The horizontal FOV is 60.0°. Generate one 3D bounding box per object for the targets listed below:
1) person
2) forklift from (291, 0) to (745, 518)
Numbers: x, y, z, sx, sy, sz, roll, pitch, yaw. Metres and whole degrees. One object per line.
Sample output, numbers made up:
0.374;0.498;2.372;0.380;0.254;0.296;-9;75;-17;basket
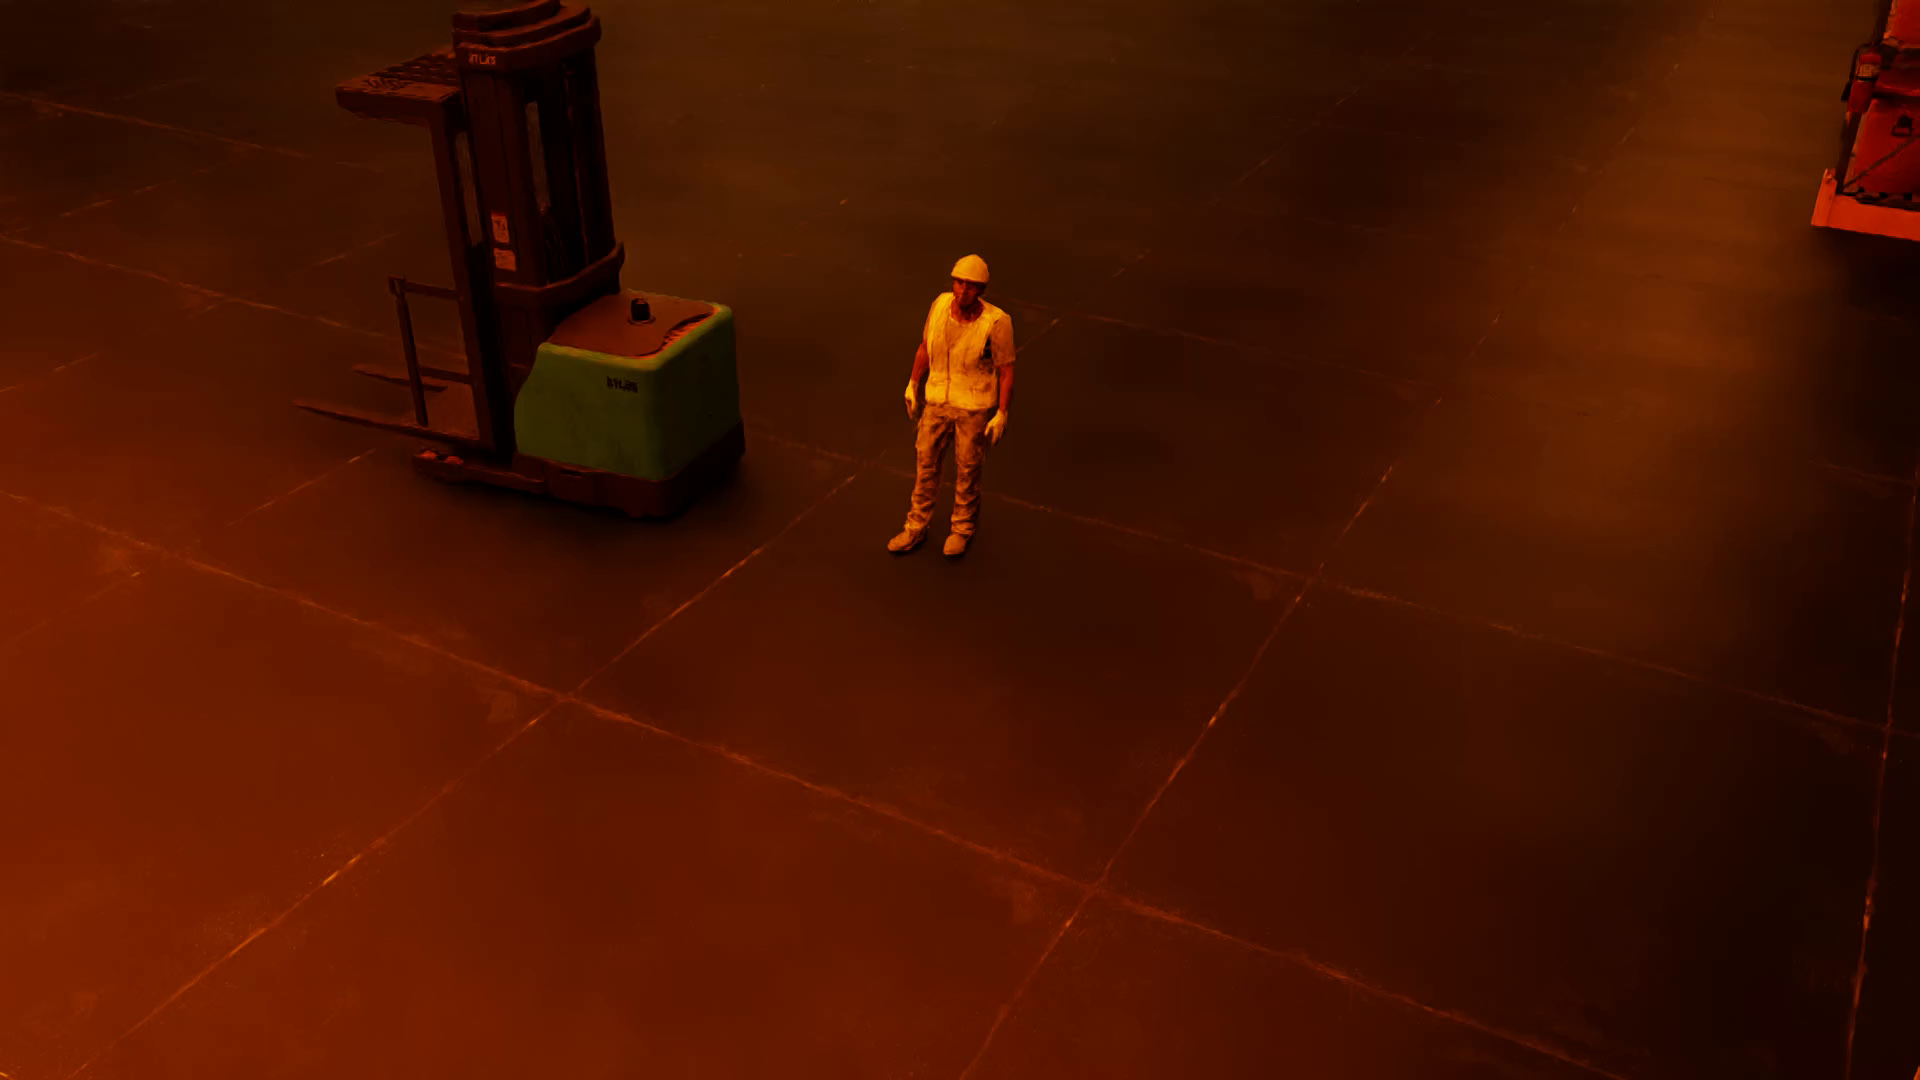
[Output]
-0.042;-0.749;9.502;0.655;1.782;0.576;15;33;25;person
-2.970;-1.867;10.306;3.031;2.935;1.130;12;32;19;forklift
